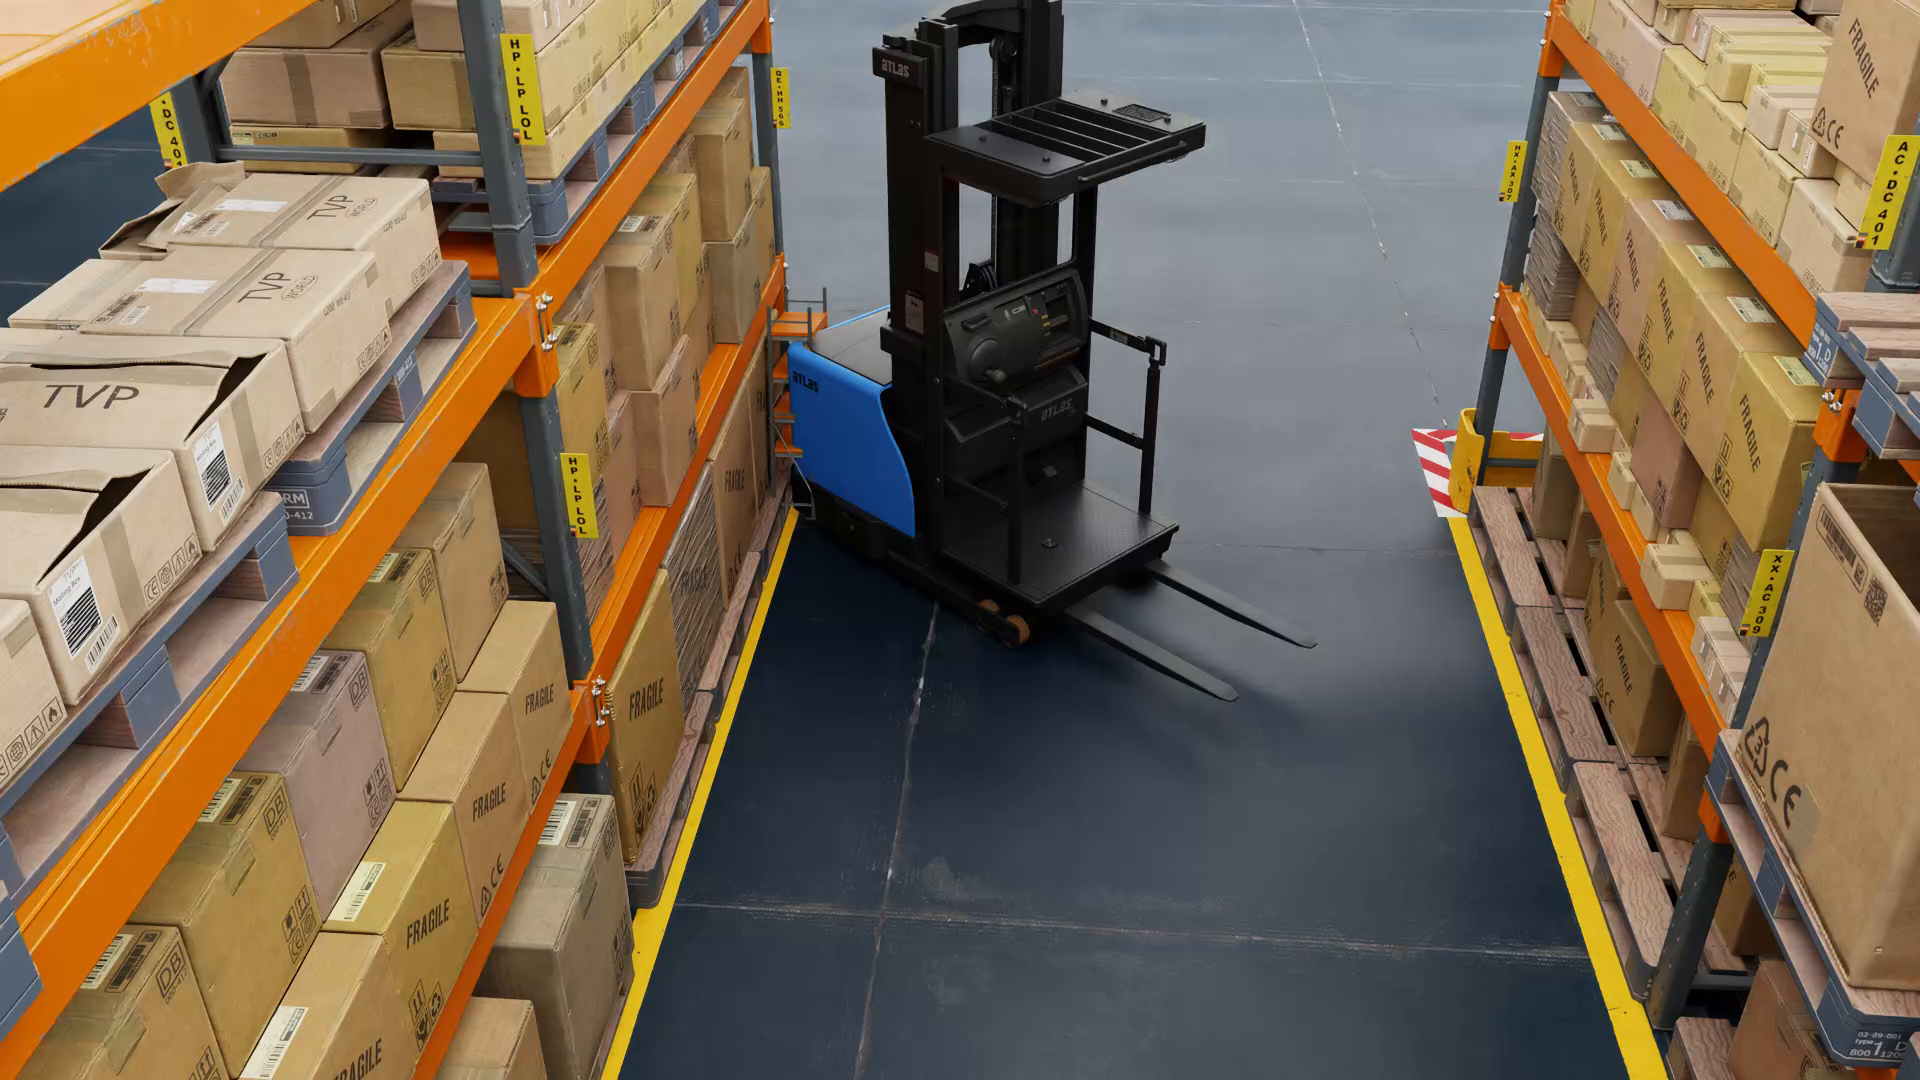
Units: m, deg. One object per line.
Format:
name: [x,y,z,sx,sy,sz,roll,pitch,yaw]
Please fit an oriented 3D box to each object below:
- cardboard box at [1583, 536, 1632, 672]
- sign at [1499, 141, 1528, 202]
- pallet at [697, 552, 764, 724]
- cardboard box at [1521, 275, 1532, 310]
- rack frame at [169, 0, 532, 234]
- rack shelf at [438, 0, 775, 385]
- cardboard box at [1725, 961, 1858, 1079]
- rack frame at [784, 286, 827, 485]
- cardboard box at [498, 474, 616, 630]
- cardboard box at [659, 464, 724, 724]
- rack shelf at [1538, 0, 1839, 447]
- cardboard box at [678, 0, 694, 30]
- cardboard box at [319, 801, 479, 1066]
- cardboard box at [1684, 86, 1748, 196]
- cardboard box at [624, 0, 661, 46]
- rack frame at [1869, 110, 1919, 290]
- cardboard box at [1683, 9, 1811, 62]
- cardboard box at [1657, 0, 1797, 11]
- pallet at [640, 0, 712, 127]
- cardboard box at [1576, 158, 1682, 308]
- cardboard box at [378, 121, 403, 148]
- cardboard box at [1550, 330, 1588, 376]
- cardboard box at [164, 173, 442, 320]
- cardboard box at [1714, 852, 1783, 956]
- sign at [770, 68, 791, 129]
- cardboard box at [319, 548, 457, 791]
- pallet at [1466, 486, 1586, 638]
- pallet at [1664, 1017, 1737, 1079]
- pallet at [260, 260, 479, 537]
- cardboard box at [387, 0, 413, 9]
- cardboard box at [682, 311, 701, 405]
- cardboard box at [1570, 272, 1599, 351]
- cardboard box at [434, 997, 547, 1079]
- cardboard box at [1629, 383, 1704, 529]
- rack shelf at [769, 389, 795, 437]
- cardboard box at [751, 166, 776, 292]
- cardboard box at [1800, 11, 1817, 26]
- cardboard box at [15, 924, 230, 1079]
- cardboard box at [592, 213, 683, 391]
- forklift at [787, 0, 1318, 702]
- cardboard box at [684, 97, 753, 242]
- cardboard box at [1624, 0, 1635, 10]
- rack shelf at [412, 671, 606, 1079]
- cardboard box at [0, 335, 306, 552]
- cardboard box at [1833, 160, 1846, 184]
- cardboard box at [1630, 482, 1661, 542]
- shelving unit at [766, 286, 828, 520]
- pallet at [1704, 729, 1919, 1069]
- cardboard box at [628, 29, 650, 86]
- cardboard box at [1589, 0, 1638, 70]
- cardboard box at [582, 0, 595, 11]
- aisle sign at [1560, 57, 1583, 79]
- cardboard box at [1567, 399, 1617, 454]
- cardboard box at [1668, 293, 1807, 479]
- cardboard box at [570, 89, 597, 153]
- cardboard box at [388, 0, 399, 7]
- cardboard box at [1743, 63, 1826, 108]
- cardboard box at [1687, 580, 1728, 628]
cardboard box: [3.282,0.319,7.856,0.500,0.500,0.500,5,32,9]
sign: [2.894,-1.925,8.689,0.100,0.325,0.005,2,32,4]
pallet: [-1.590,0.447,8.323,1.003,0.211,1.213,2,32,4]
cardboard box: [3.173,-1.287,8.719,0.380,0.149,0.250,2,32,4]
rack frame: [-1.827,-2.260,4.340,1.000,3.000,0.127,2,32,4]
rack shelf: [-1.664,-1.723,7.013,1.077,0.370,4.000,2,32,4]
cardboard box: [3.037,1.756,5.505,0.700,0.500,0.500,0,32,0]
rack frame: [-0.873,-0.854,9.507,0.240,1.200,0.015,3,21,5]
cardboard box: [-1.809,0.037,6.188,0.875,0.550,0.550,2,32,4]
cardboard box: [-1.636,0.222,7.655,0.875,0.875,0.875,3,32,4]
rack shelf: [3.271,-1.458,6.583,1.077,0.370,4.000,2,32,4]
cardboard box: [-1.315,-2.203,6.851,0.380,0.149,0.250,3,32,5]
cardboard box: [-1.685,1.064,4.569,0.500,0.500,0.500,3,32,5]
cardboard box: [2.975,-1.443,6.017,0.500,0.250,0.500,2,32,4]
cardboard box: [-1.428,-2.039,6.204,0.500,0.250,0.500,2,32,3]
rack frame: [3.109,-1.995,3.910,1.000,3.000,0.127,2,32,4]
cardboard box: [3.068,-1.971,6.492,0.380,0.149,0.250,2,32,3]
cardboard box: [3.044,-2.427,6.615,0.500,0.500,0.500,2,32,4]
pallet: [-1.648,-2.009,6.876,1.003,0.211,1.213,2,32,4]
cardboard box: [3.031,-1.329,7.216,0.500,0.500,0.500,2,32,4]
cardboard box: [-2.095,-1.433,5.601,0.380,0.149,0.250,3,32,5]
cardboard box: [3.099,-0.895,8.083,0.380,0.149,0.250,2,32,4]
cardboard box: [-1.725,-0.764,4.419,0.500,0.250,0.500,3,32,5]
cardboard box: [3.181,1.237,6.367,0.500,0.500,0.500,2,32,2]
sign: [-0.961,-2.361,8.892,0.100,0.325,0.005,2,32,4]
cardboard box: [-1.901,0.355,4.767,0.700,0.500,0.500,2,32,3]
pallet: [3.327,0.117,8.859,1.003,0.211,1.213,2,32,4]
pallet: [3.047,2.153,5.555,1.003,0.211,1.213,2,32,4]
pallet: [-1.852,-0.420,4.396,0.805,0.209,1.217,1,32,2]
cardboard box: [-2.001,-1.800,5.816,0.500,0.250,0.500,2,32,4]
cardboard box: [-1.682,-0.811,7.563,0.875,0.550,0.500,2,32,4]
cardboard box: [3.441,-1.149,7.877,0.875,0.500,0.500,2,32,4]
cardboard box: [-1.870,1.906,5.043,1.050,0.750,0.750,2,32,4]
cardboard box: [3.223,-0.369,6.611,0.875,0.500,0.500,2,32,4]
rack shelf: [-0.896,-0.704,9.304,0.258,0.148,0.480,3,21,5]
cardboard box: [-1.486,-1.665,8.950,0.875,0.550,0.550,2,32,4]
cardboard box: [3.610,-2.077,6.665,0.380,0.149,0.250,1,32,2]
cardboard box: [-2.026,1.150,3.476,0.700,0.500,0.500,2,32,3]
cardboard box: [-1.652,-0.990,6.825,0.875,0.550,0.550,2,32,4]
forklift: [0.436,-1.010,8.096,1.130,2.935,3.031,-27,41,-36]
cardboard box: [-1.523,-1.837,8.200,0.875,0.550,0.550,2,32,4]
cardboard box: [3.073,-2.373,7.146,0.380,0.149,0.250,4,32,6]
rack shelf: [-1.989,1.646,4.406,1.077,0.370,4.000,2,32,4]
cardboard box: [-1.750,-0.240,3.511,0.500,0.311,0.500,1,32,2]
cardboard box: [2.960,-1.142,5.148,0.380,0.149,0.250,3,32,5]
cardboard box: [2.984,-0.111,6.810,0.380,0.149,0.250,2,32,4]
shelving unit: [-0.895,-0.767,9.280,0.258,1.200,0.503,3,21,5]
pallet: [2.901,1.034,4.896,1.003,0.211,1.213,2,32,4]
cardboard box: [-1.377,-1.805,6.205,0.380,0.149,0.250,2,32,3]
cardboard box: [3.102,-2.235,7.302,0.500,0.250,0.500,2,32,3]
cardboard box: [-1.418,-1.878,5.564,0.380,0.149,0.250,2,32,4]
aisle sign: [3.140,-2.685,8.270,0.394,0.787,0.004,2,32,4]
cardboard box: [2.955,-0.507,7.453,0.380,0.149,0.250,2,32,4]
cardboard box: [2.910,-0.545,5.943,0.500,0.500,0.500,2,32,4]
cardboard box: [-1.439,-1.409,5.562,0.380,0.149,0.250,3,32,4]
cardboard box: [-2.073,-1.905,5.607,0.380,0.149,0.250,2,32,4]
cardboard box: [2.985,-1.554,5.817,0.380,0.149,0.250,4,32,6]
cardboard box: [2.943,0.282,6.172,0.380,0.149,0.250,2,32,4]
